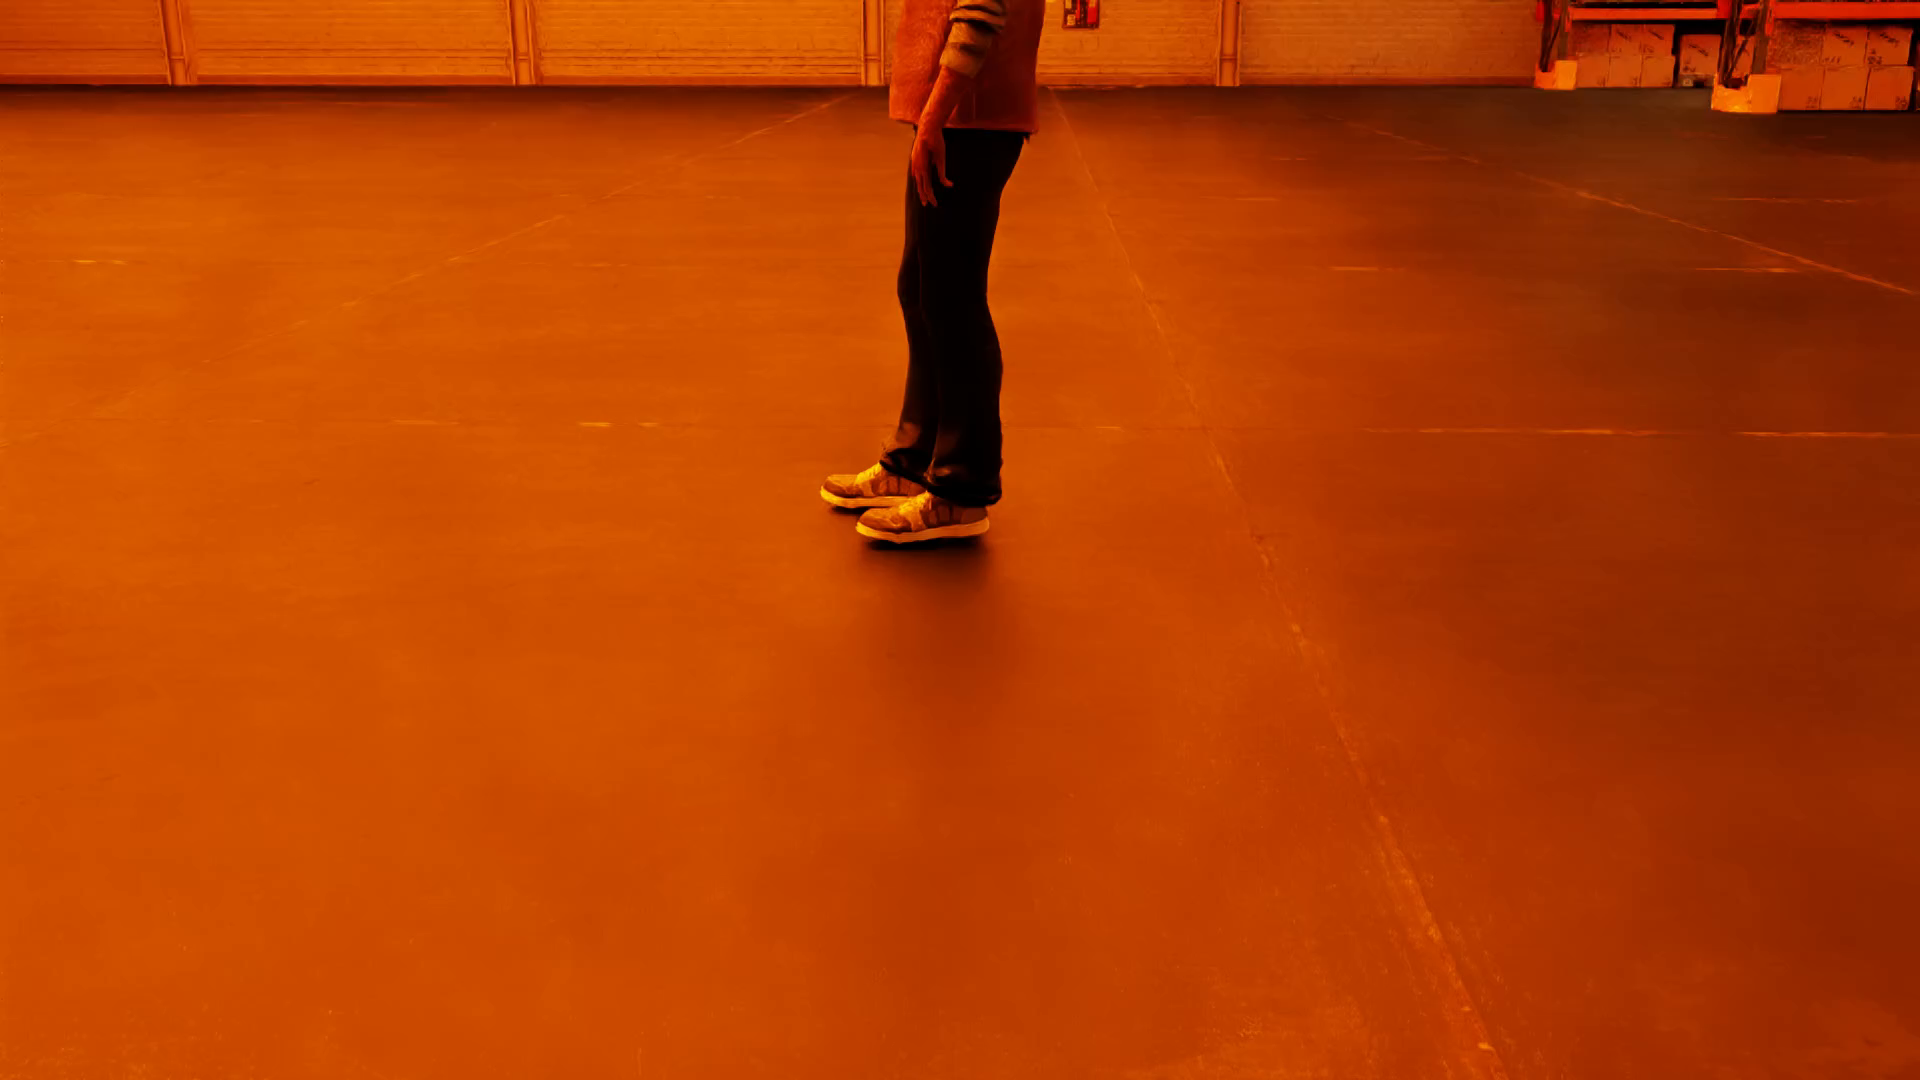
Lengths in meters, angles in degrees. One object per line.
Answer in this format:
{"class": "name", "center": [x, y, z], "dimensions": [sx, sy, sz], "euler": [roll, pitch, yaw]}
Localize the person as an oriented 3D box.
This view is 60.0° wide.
{"class": "person", "center": [-0.074, -0.767, 3.150], "dimensions": [0.474, 1.583, 0.520], "euler": [1, 17, 2]}
